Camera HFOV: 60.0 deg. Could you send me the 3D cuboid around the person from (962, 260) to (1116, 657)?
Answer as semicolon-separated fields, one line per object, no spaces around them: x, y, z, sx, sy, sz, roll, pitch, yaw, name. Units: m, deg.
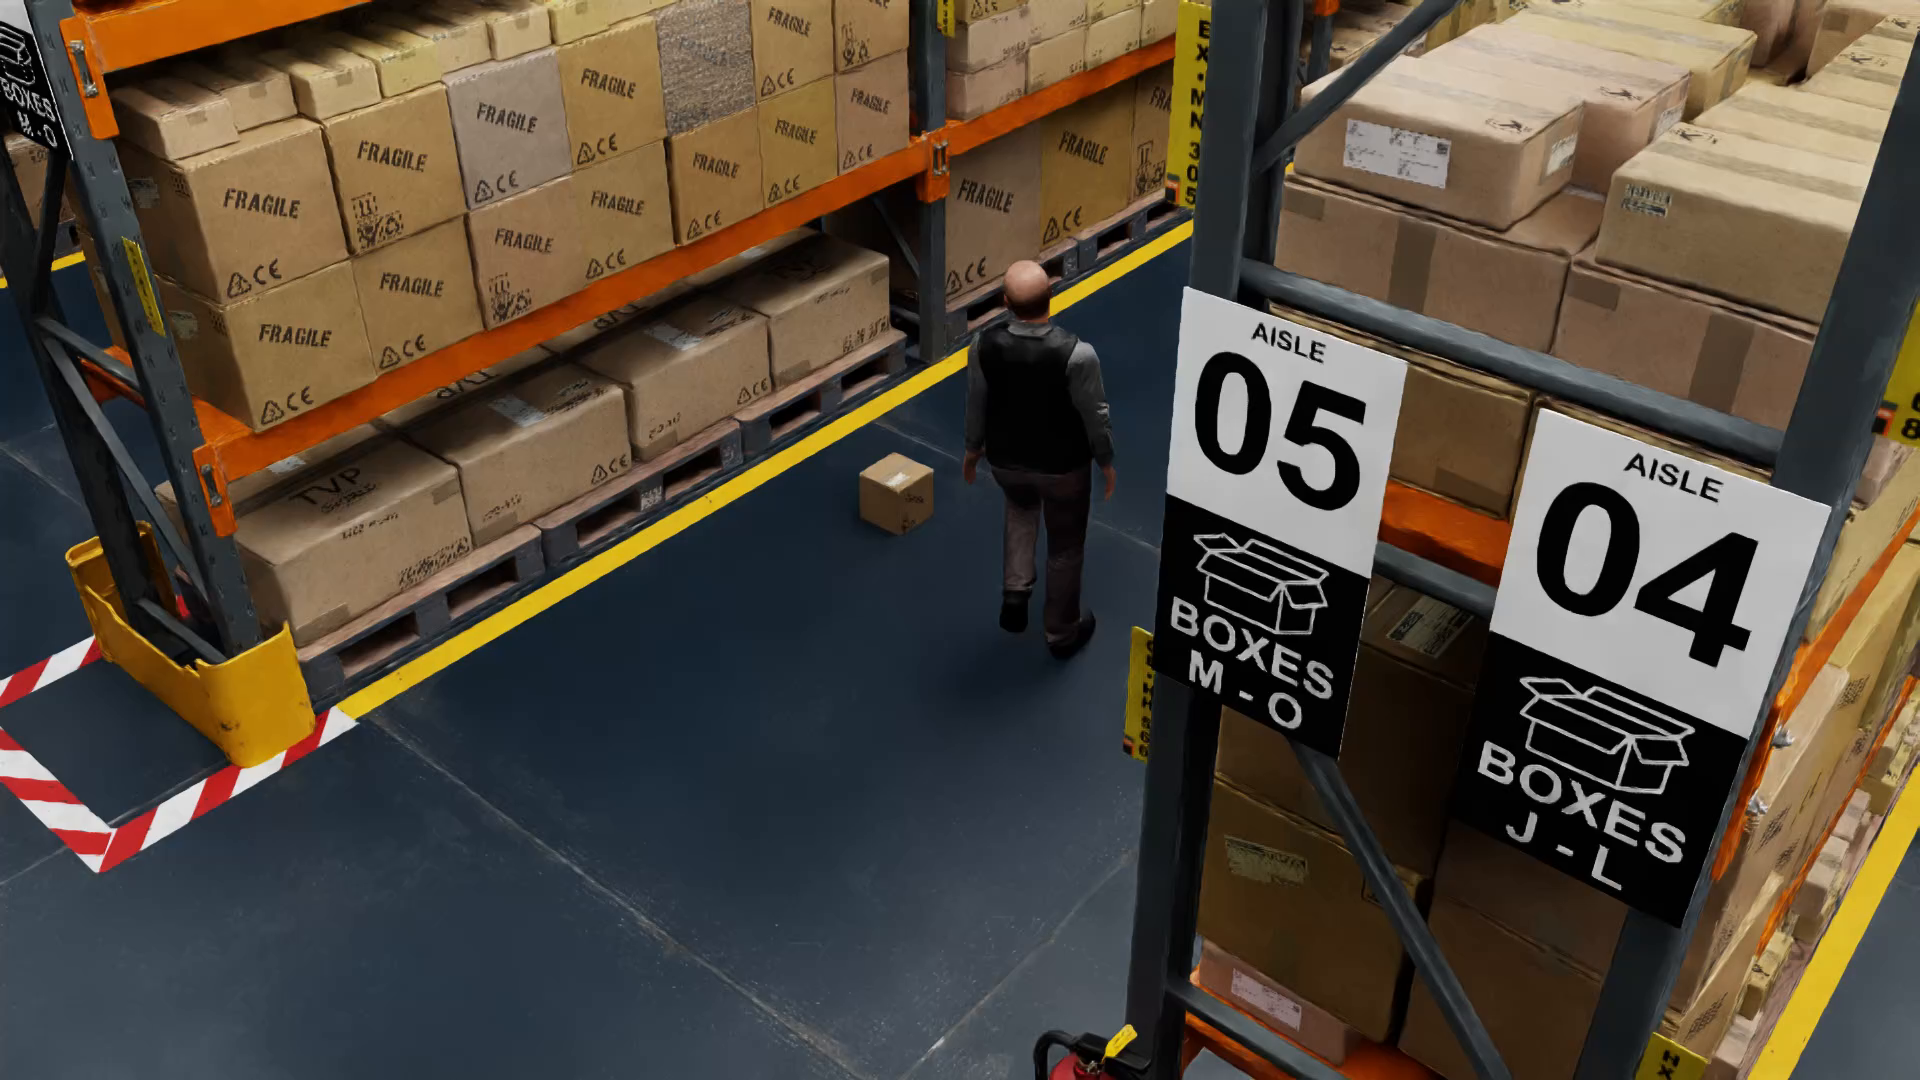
0.327;-0.333;6.611;0.621;1.710;0.473;15;37;20;person
